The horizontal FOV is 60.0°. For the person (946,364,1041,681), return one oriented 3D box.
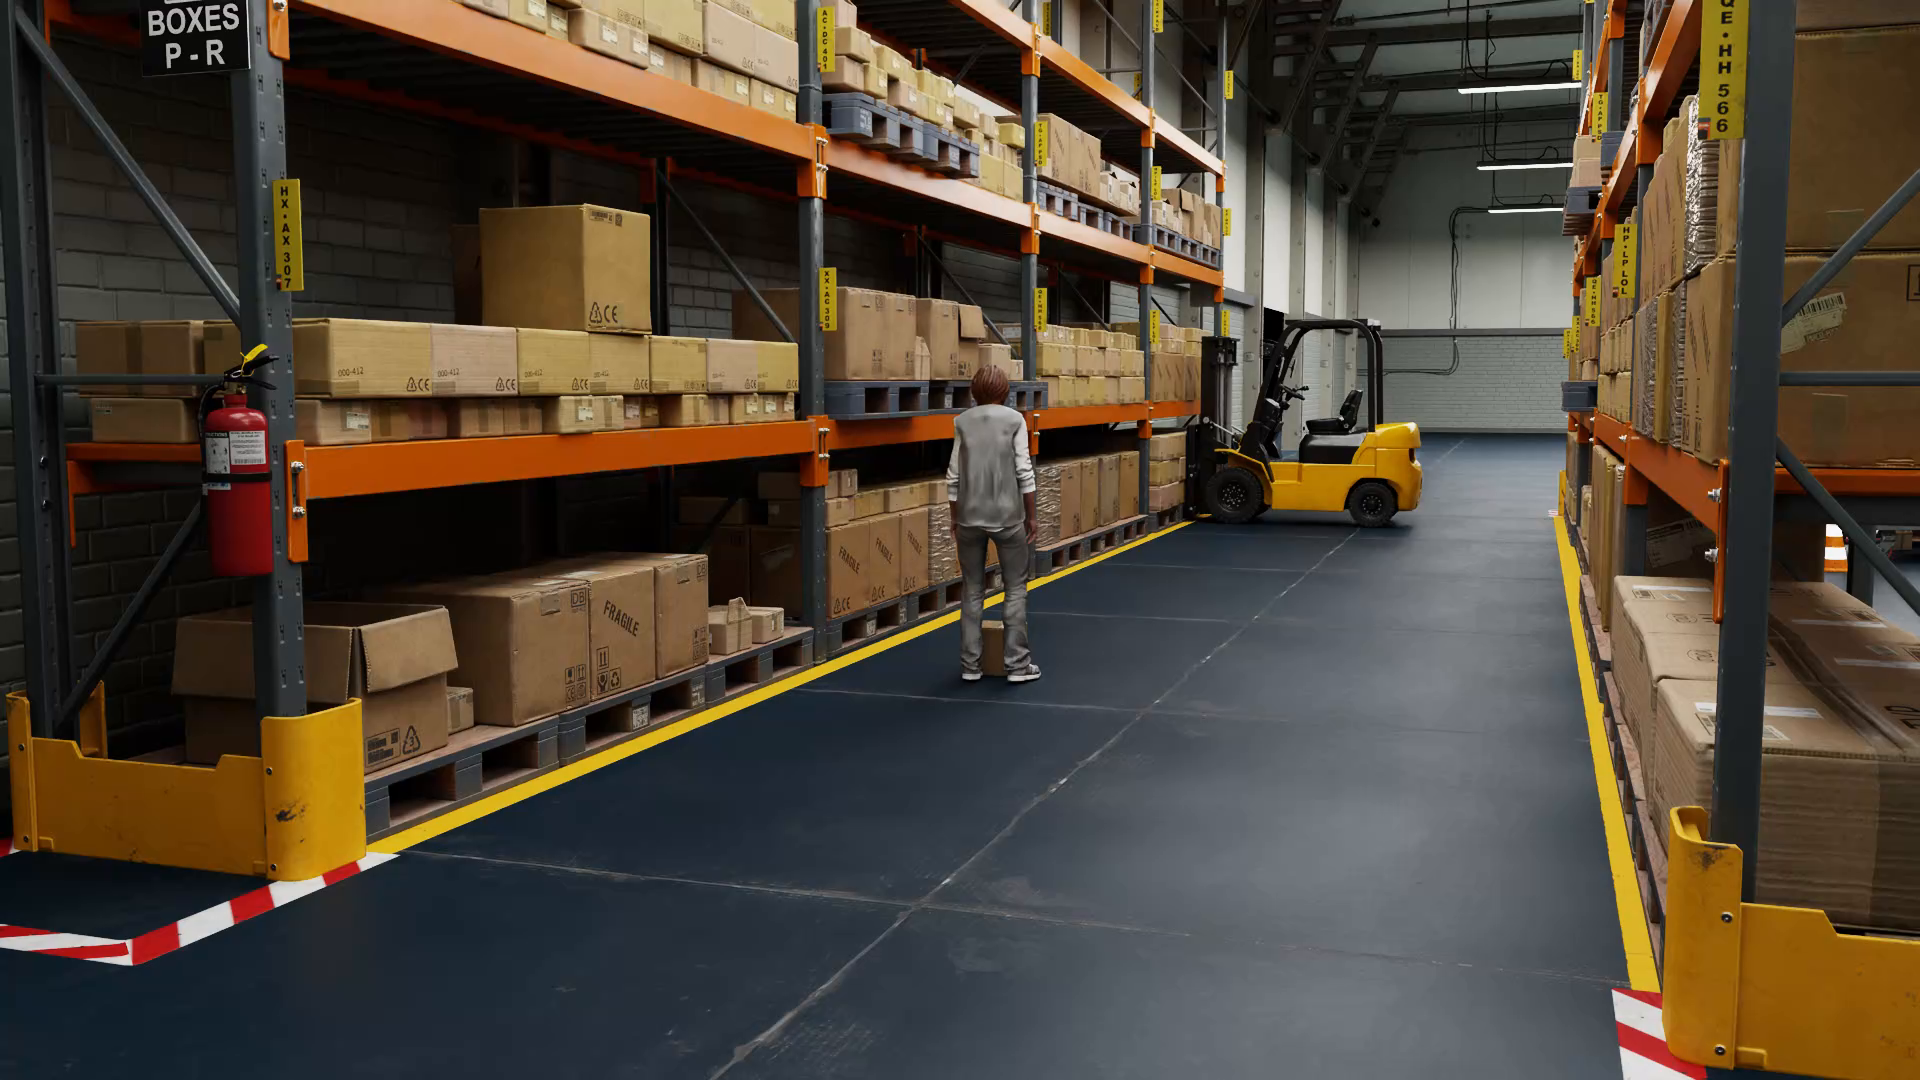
[{"bbox_3d":[0.158,-0.082,8.337,0.462,1.591,0.345,1,6,14],"label":"person"}]
